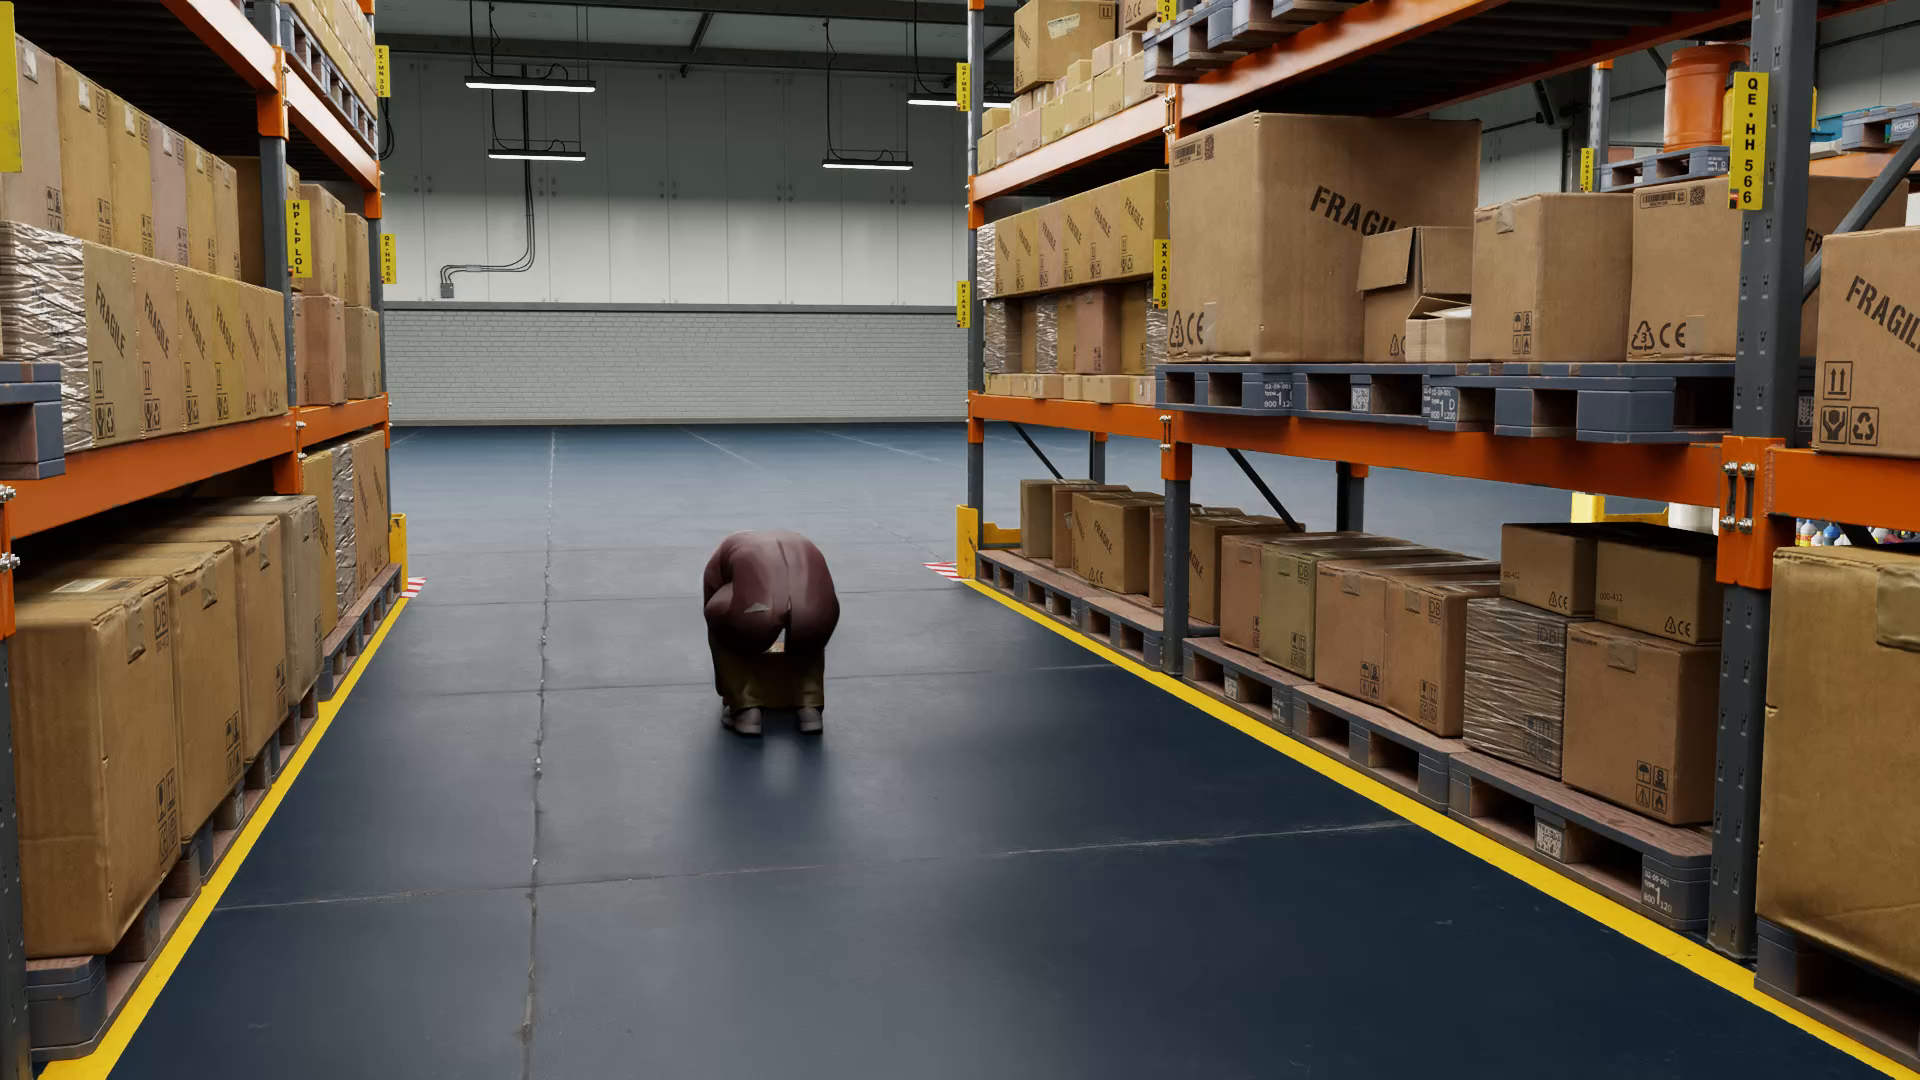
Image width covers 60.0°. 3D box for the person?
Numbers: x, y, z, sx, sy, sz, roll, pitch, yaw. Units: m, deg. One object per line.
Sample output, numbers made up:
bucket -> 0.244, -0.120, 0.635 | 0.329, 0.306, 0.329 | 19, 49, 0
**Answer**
person -> -0.807, 0.377, 7.050 | 0.580, 0.824, 0.947 | -2, 6, -15
